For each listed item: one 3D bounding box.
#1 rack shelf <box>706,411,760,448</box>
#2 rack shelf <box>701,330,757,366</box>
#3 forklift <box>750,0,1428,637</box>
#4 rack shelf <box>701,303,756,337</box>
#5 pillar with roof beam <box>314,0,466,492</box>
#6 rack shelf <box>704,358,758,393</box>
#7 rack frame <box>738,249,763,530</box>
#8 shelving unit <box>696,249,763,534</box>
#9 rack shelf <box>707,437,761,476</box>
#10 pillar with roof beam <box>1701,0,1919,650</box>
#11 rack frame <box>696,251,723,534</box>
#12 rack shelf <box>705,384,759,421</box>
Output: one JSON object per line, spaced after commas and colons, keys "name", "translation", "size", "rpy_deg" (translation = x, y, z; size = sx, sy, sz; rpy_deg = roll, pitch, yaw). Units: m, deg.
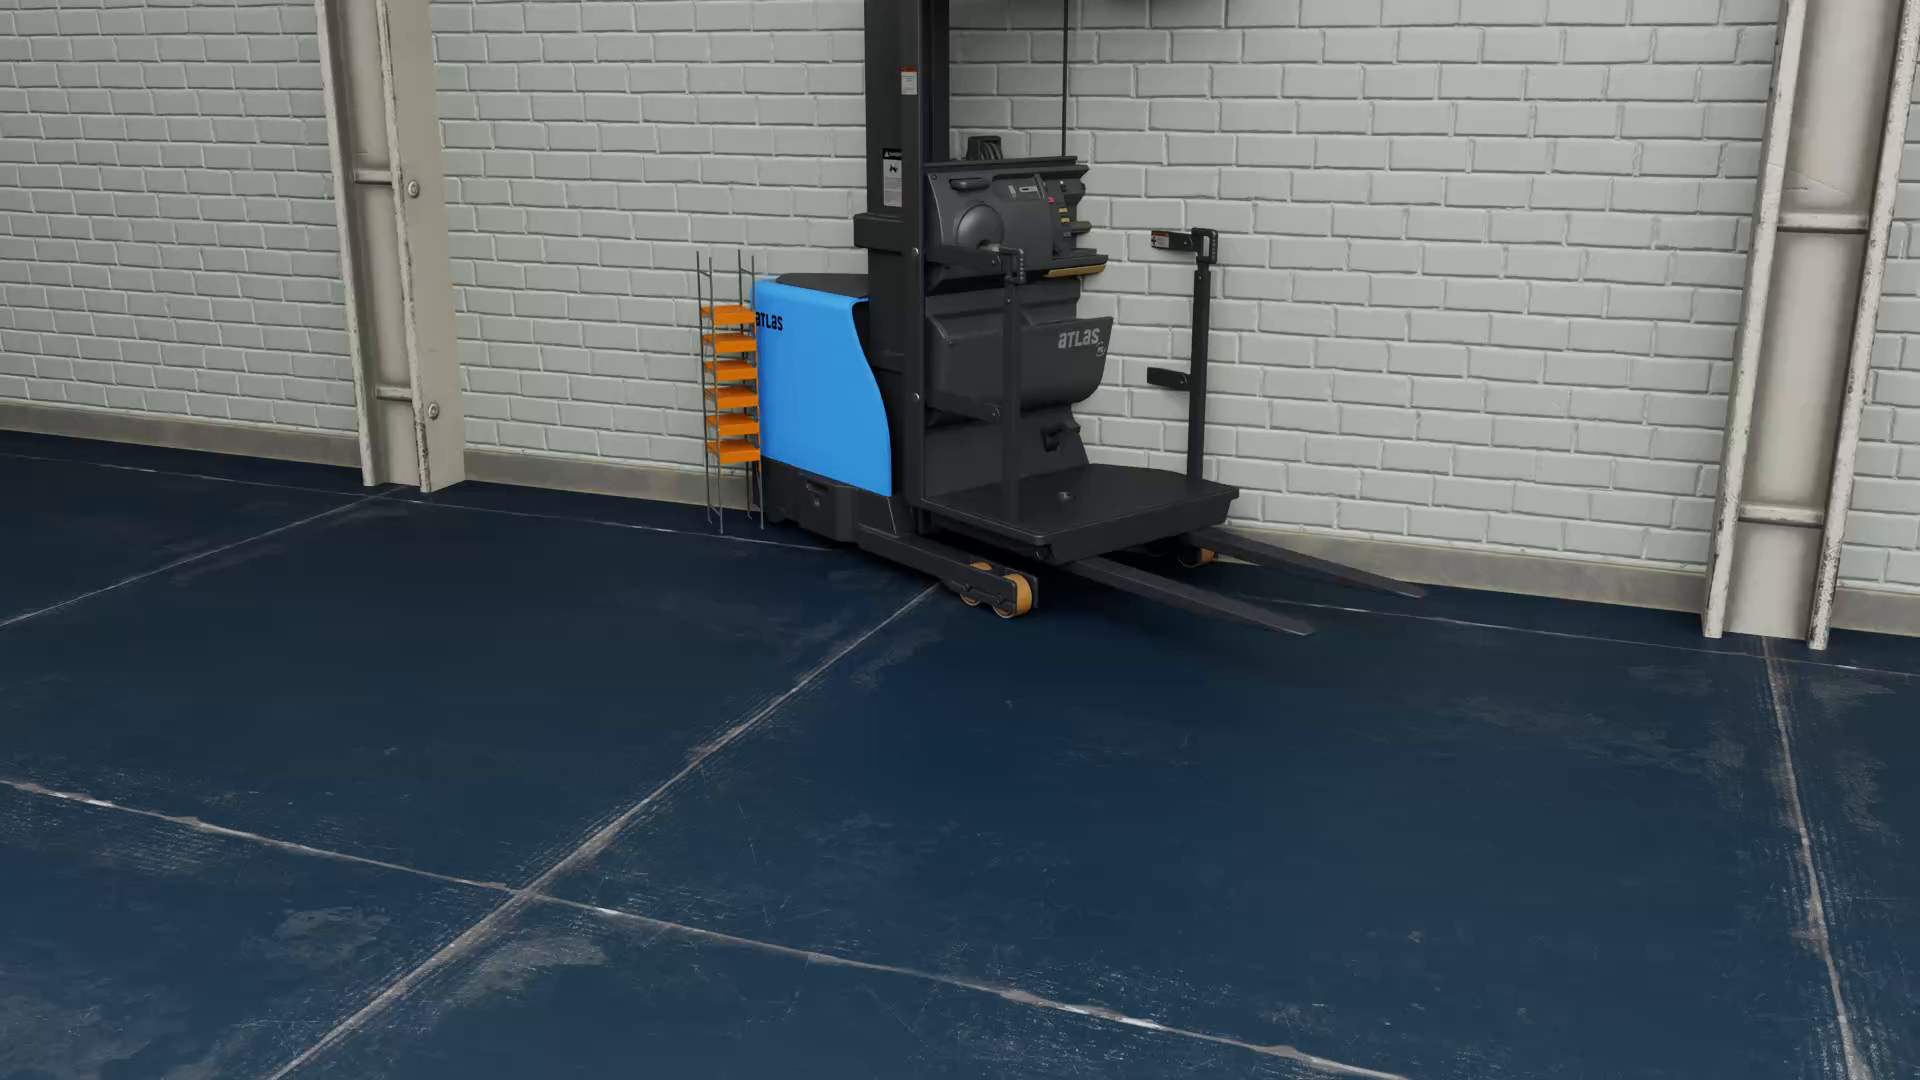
{"name": "rack shelf", "translation": [-1.000, -0.485, 7.281], "size": [0.180, 0.103, 0.258], "rpy_deg": [-7, 17, -21]}
{"name": "rack shelf", "translation": [-1.000, -0.830, 7.180], "size": [0.180, 0.103, 0.258], "rpy_deg": [-7, 17, -21]}
{"name": "forklift", "translation": [0.396, -1.274, 6.304], "size": [1.130, 2.935, 3.031], "rpy_deg": [-13, 21, -38]}
{"name": "rack shelf", "translation": [-1.000, -0.946, 7.147], "size": [0.180, 0.103, 0.258], "rpy_deg": [-7, 17, -21]}
{"name": "pillar with roof beam", "translation": [-4.246, -3.492, 3.061], "size": [0.400, 9.000, 9.100], "rpy_deg": [6, 17, 21]}
{"name": "rack shelf", "translation": [-1.000, -0.715, 7.214], "size": [0.180, 0.103, 0.258], "rpy_deg": [-7, 17, -21]}
{"name": "rack frame", "translation": [-0.915, -0.652, 7.268], "size": [0.006, 1.200, 0.240], "rpy_deg": [-7, 17, -21]}
{"name": "shelving unit", "translation": [-1.000, -0.643, 7.235], "size": [0.189, 1.200, 0.258], "rpy_deg": [-7, 17, -21]}
{"name": "rack shelf", "translation": [-1.000, -0.369, 7.314], "size": [0.180, 0.103, 0.258], "rpy_deg": [-7, 17, -21]}
{"name": "pillar with roof beam", "translation": [1.335, -2.878, 0.947], "size": [0.400, 9.000, 9.100], "rpy_deg": [6, 17, 21]}
{"name": "rack frame", "translation": [-1.084, -0.633, 7.201], "size": [0.006, 1.200, 0.240], "rpy_deg": [-7, 17, -21]}
{"name": "rack shelf", "translation": [-1.000, -0.600, 7.247], "size": [0.180, 0.103, 0.258], "rpy_deg": [-7, 17, -21]}
